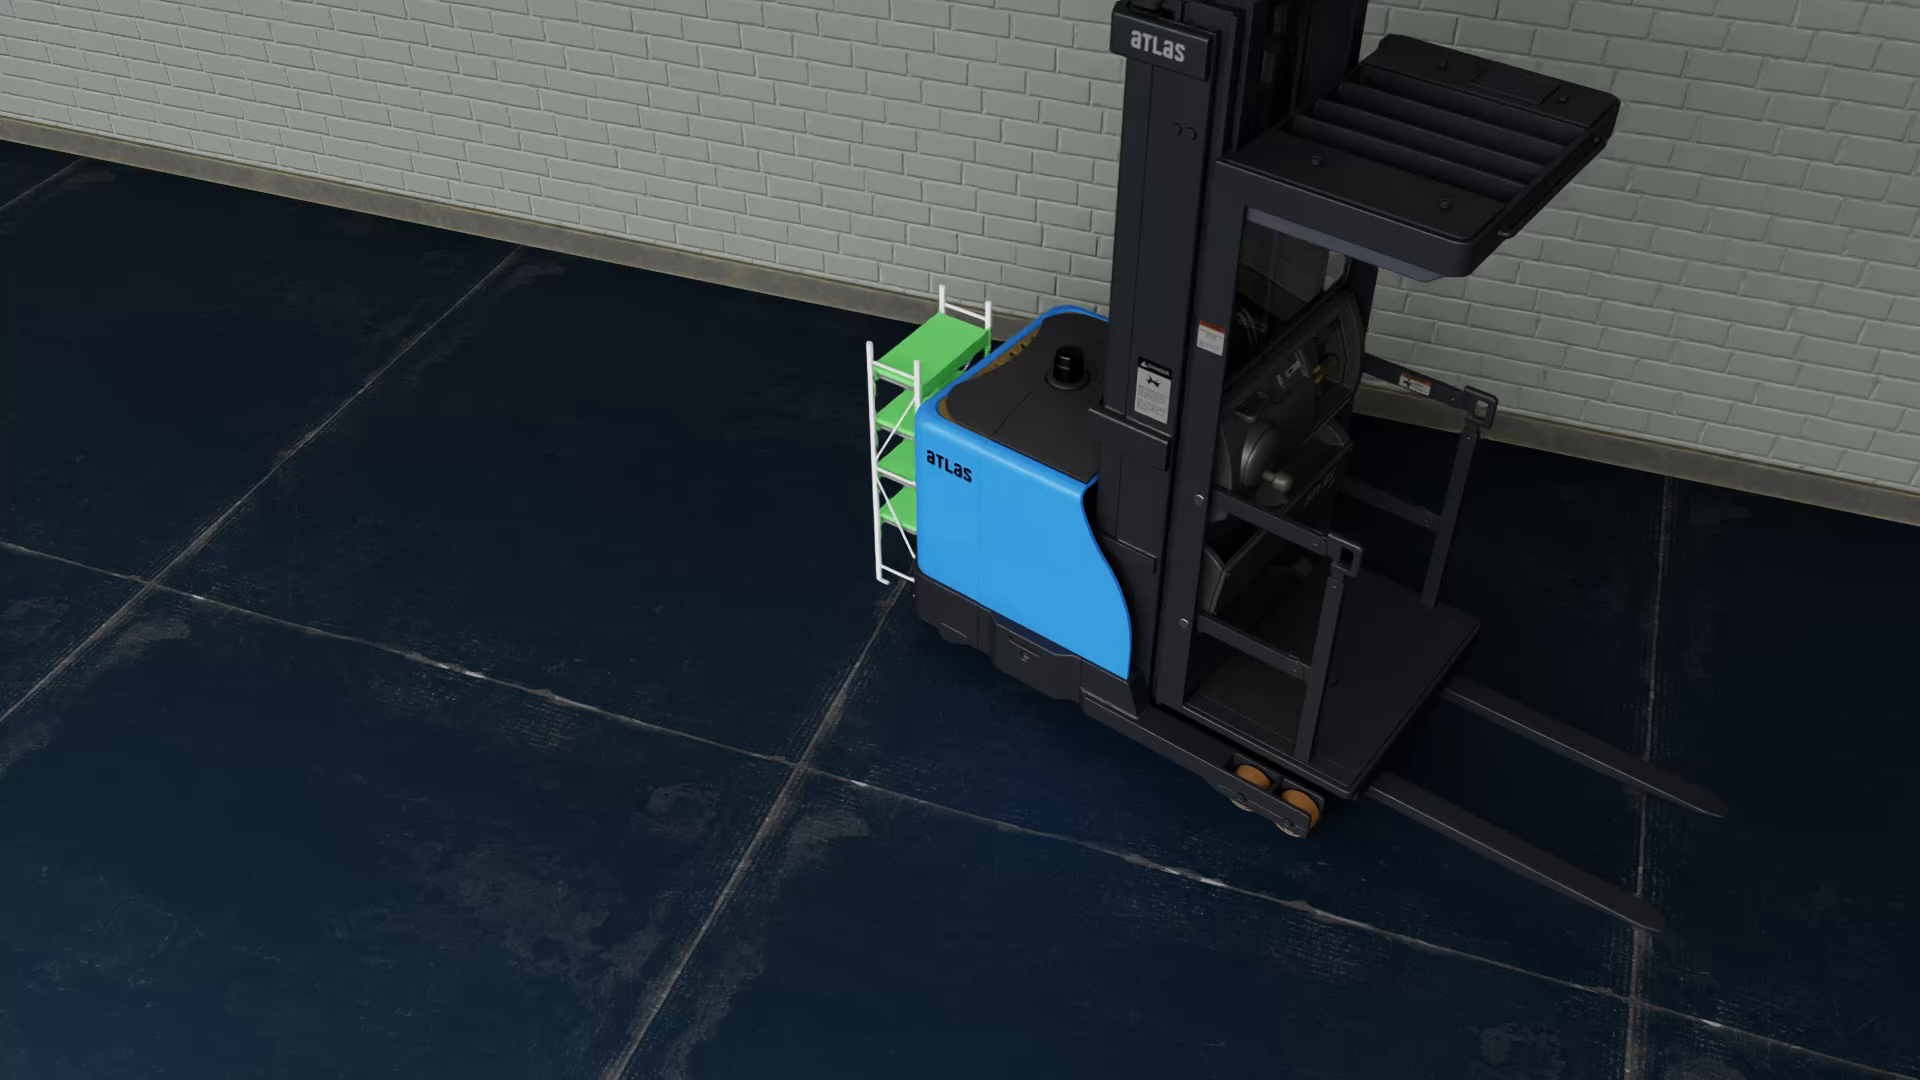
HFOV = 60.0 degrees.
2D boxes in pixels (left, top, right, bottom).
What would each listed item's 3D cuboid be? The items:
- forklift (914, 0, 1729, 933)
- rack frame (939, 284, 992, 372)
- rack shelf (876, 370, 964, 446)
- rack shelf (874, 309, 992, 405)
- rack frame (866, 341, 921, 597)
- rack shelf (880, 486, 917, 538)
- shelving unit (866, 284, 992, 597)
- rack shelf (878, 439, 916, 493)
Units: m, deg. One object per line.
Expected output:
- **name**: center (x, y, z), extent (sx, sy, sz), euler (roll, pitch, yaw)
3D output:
- **forklift**: center (1.290, -0.441, 5.509), extent (3.031, 2.935, 1.130), euler (27, 47, 28)
- **rack frame**: center (0.022, -0.512, 6.926), extent (0.240, 1.200, 0.015), euler (24, 46, 25)
- **rack shelf**: center (-0.114, -0.515, 6.658), extent (0.258, 0.148, 0.480), euler (24, 46, 25)
- **rack shelf**: center (-0.114, -0.697, 6.502), extent (0.258, 0.148, 0.480), euler (24, 46, 25)
- **rack frame**: center (-0.250, -0.249, 6.618), extent (0.240, 1.200, 0.015), euler (24, 46, 25)
- **rack shelf**: center (-0.114, -0.150, 6.969), extent (0.258, 0.148, 0.480), euler (24, 46, 25)
- **shelving unit**: center (-0.114, -0.381, 6.772), extent (0.258, 1.200, 0.503), euler (24, 46, 25)
- **rack shelf**: center (-0.114, -0.332, 6.813), extent (0.258, 0.148, 0.480), euler (24, 46, 25)
